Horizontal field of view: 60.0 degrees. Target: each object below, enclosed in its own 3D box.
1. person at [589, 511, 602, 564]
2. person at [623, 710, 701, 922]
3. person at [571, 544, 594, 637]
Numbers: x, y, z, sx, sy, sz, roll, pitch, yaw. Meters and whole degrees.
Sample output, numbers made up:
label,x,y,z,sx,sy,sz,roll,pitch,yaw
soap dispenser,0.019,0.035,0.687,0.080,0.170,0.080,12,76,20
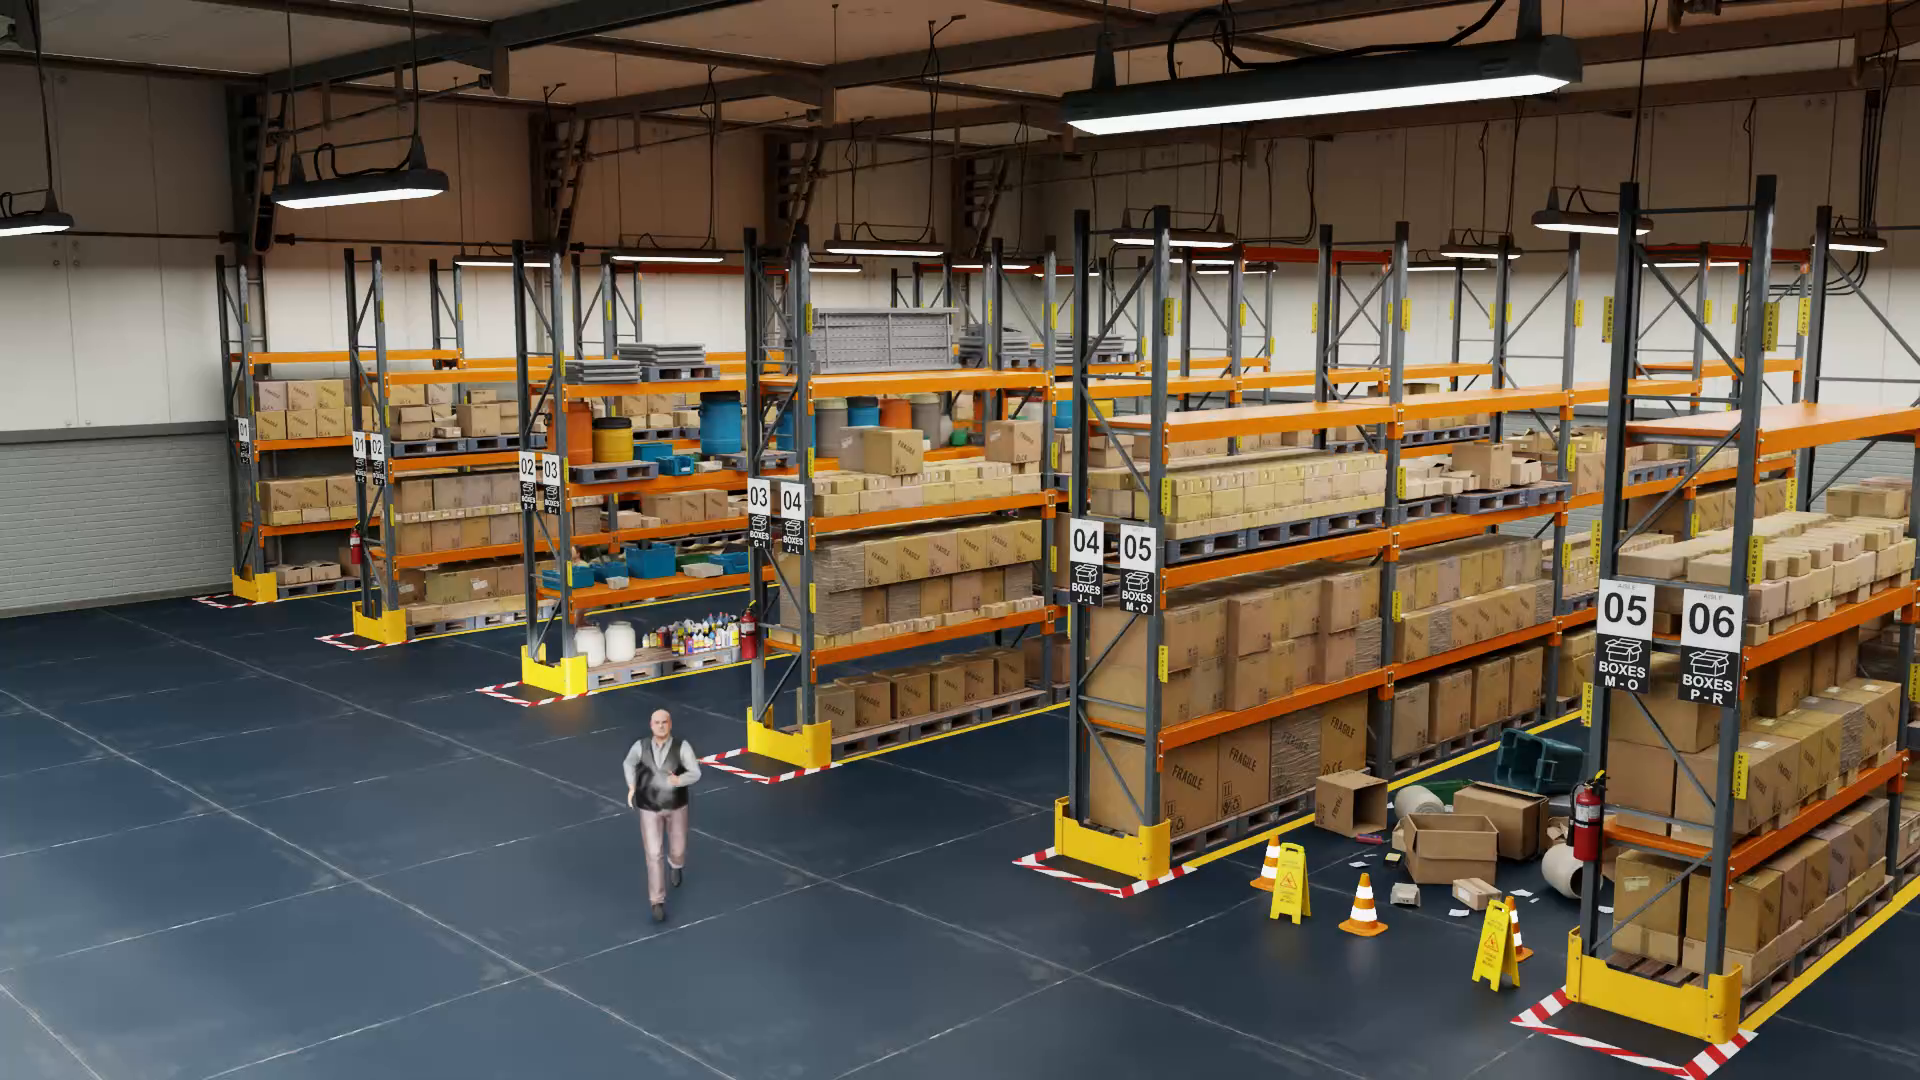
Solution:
label,x,y,z,sx,sy,sz,roll,pitch,yaw
person,-6.805,-0.010,30.261,0.852,1.748,0.675,-7,11,-40
person,-2.544,2.294,14.237,0.662,1.700,0.964,-1,8,-10
person,-5.640,0.864,24.780,0.574,1.639,0.585,7,10,39
